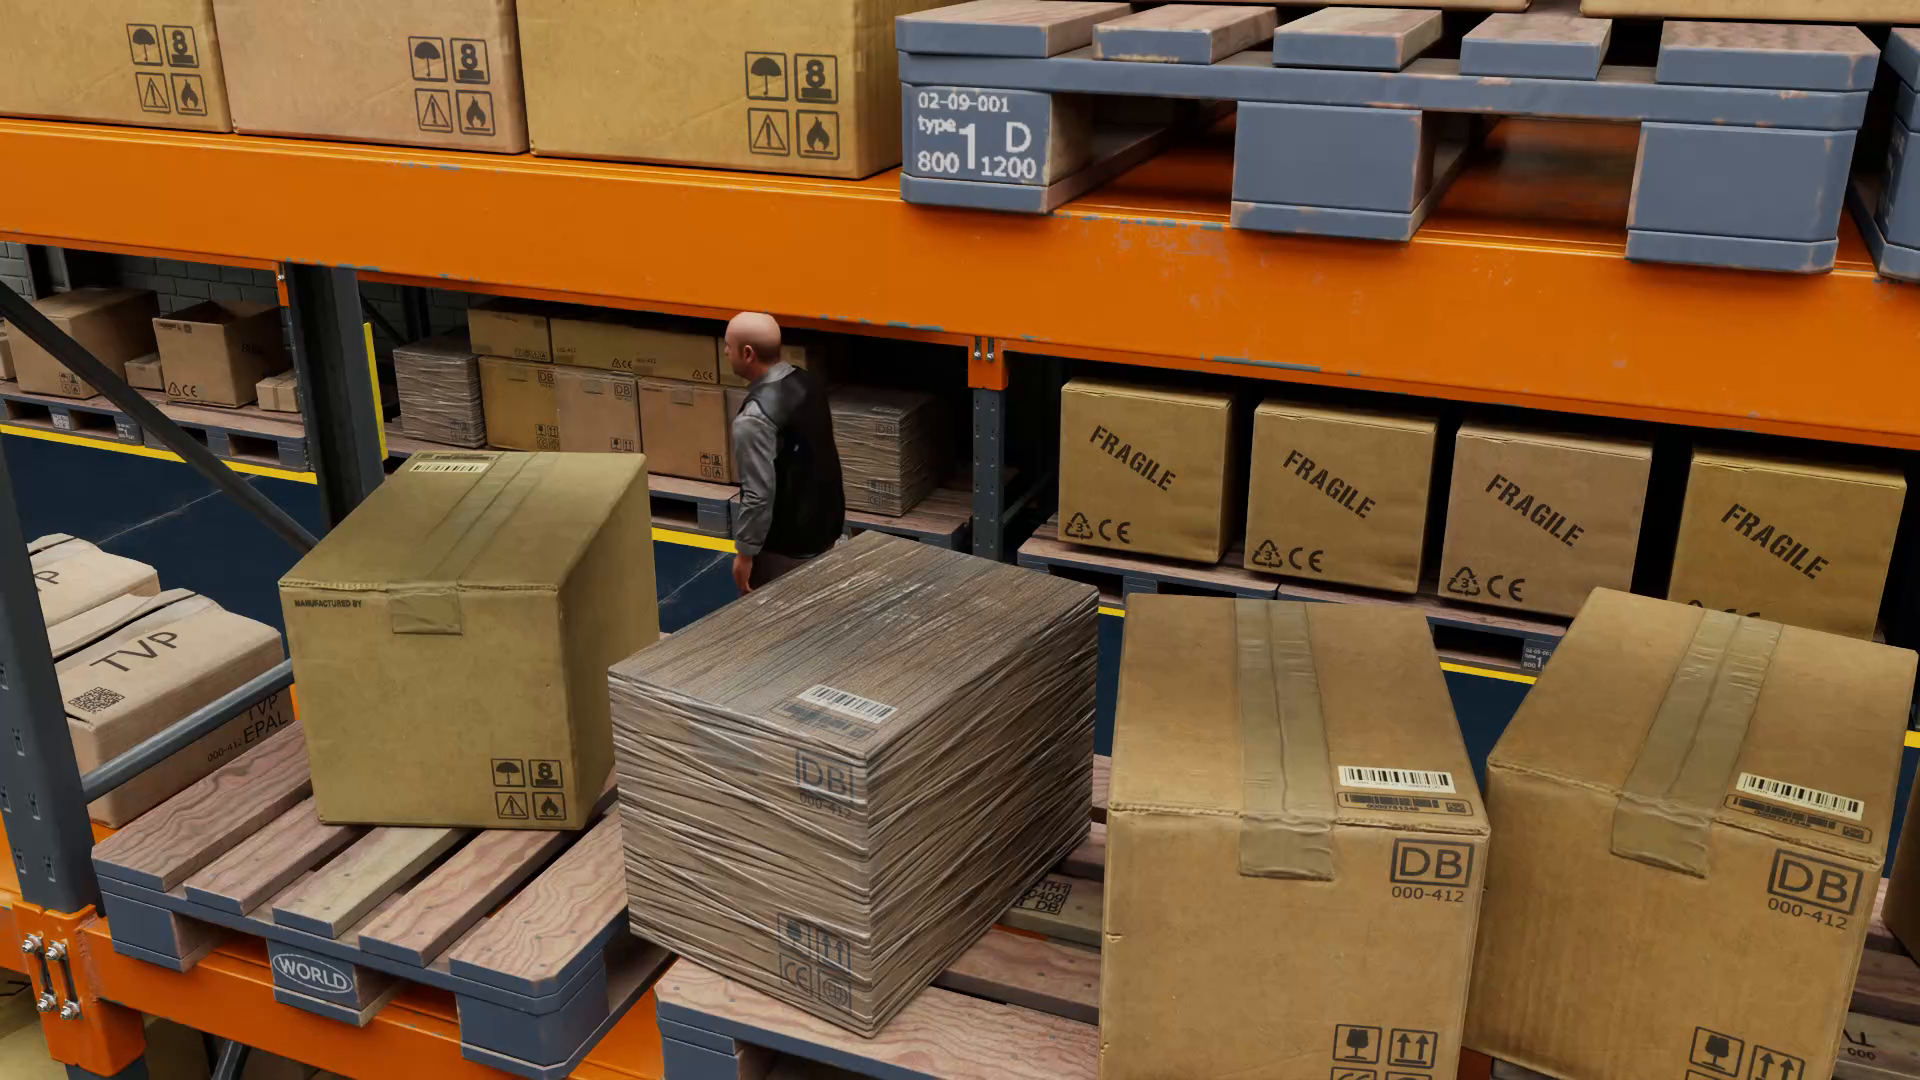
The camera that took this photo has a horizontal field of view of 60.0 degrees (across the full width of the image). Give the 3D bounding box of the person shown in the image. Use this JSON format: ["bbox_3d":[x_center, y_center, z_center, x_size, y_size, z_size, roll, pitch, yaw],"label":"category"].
[{"bbox_3d":[-0.642,0.047,6.143,0.419,1.617,0.578,8,24,19],"label":"person"}]
